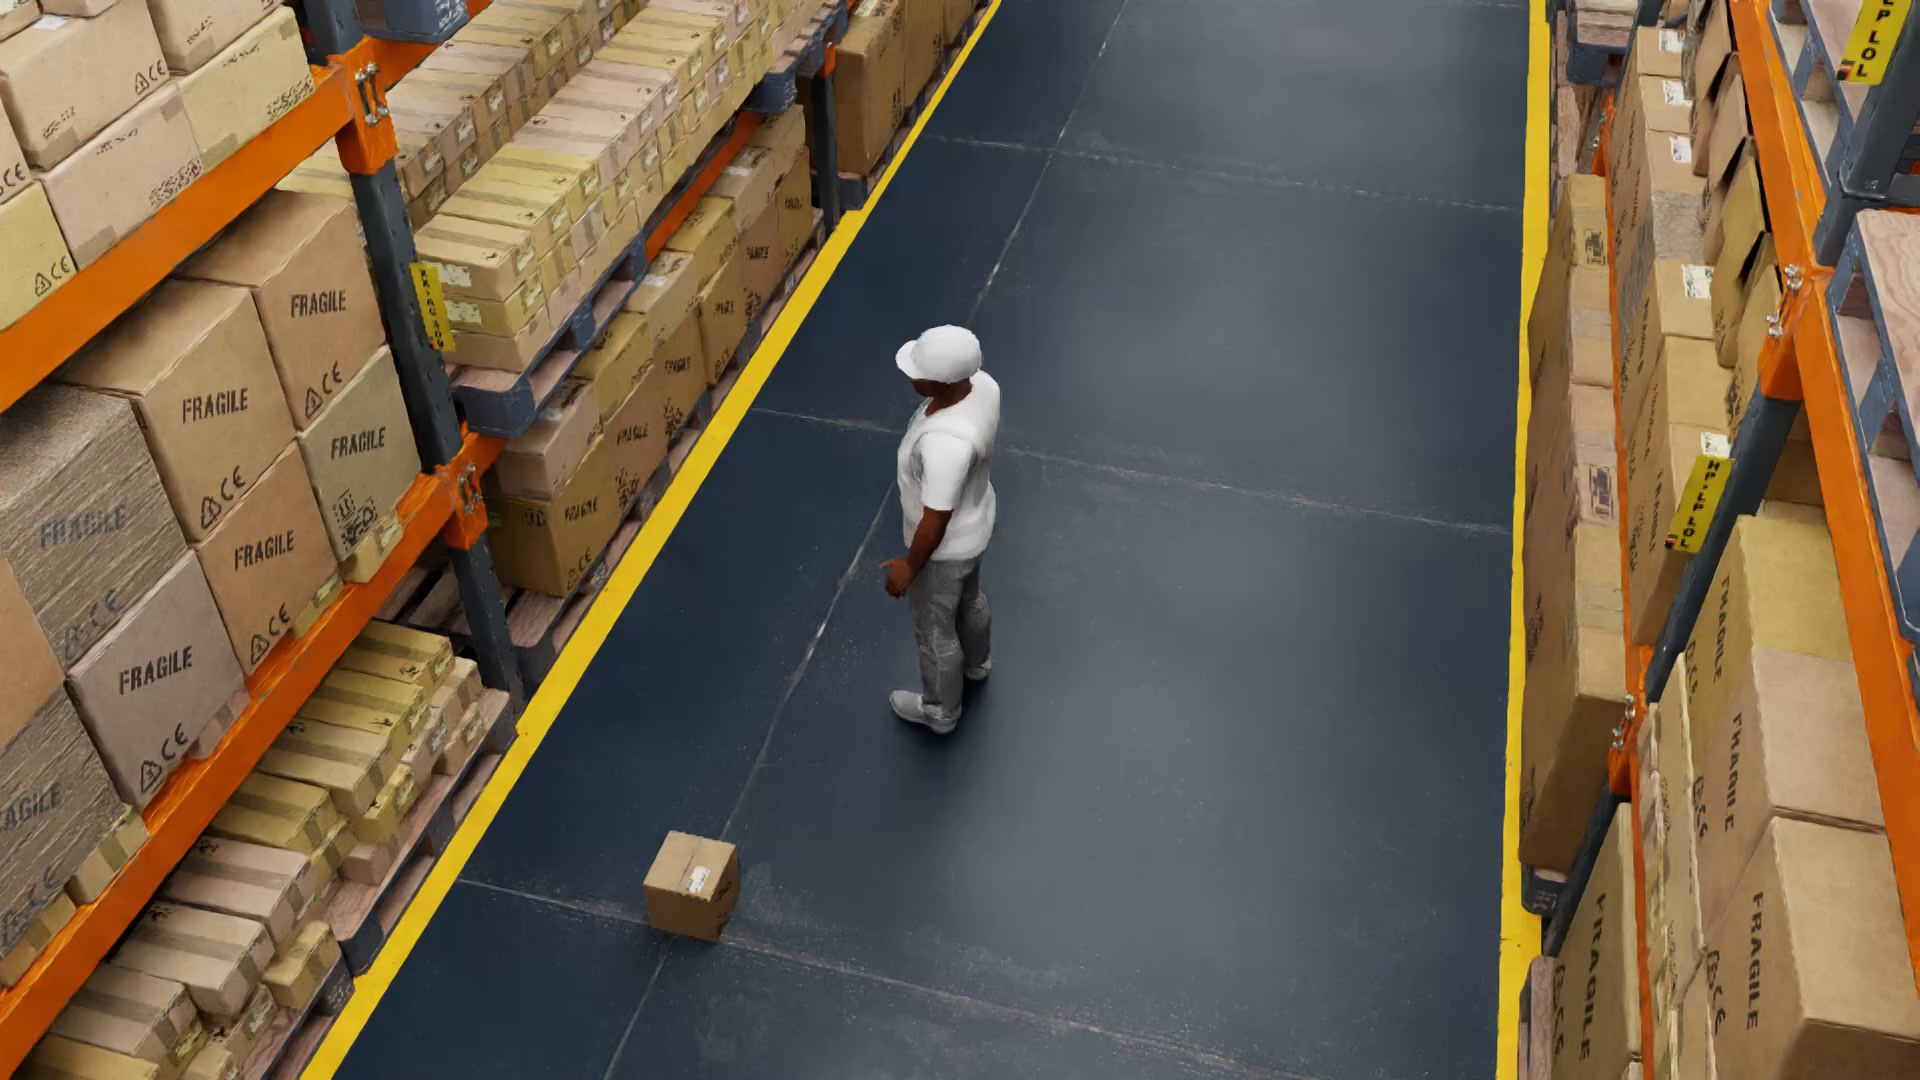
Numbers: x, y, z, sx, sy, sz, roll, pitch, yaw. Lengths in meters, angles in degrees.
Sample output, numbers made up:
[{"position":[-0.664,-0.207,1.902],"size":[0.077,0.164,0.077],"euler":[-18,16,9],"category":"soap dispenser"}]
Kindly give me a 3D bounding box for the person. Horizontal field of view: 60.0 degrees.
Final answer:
[{"position":[-0.069,-0.040,6.156],"size":[0.392,1.764,0.609],"euler":[9,42,11],"category":"person"}]
